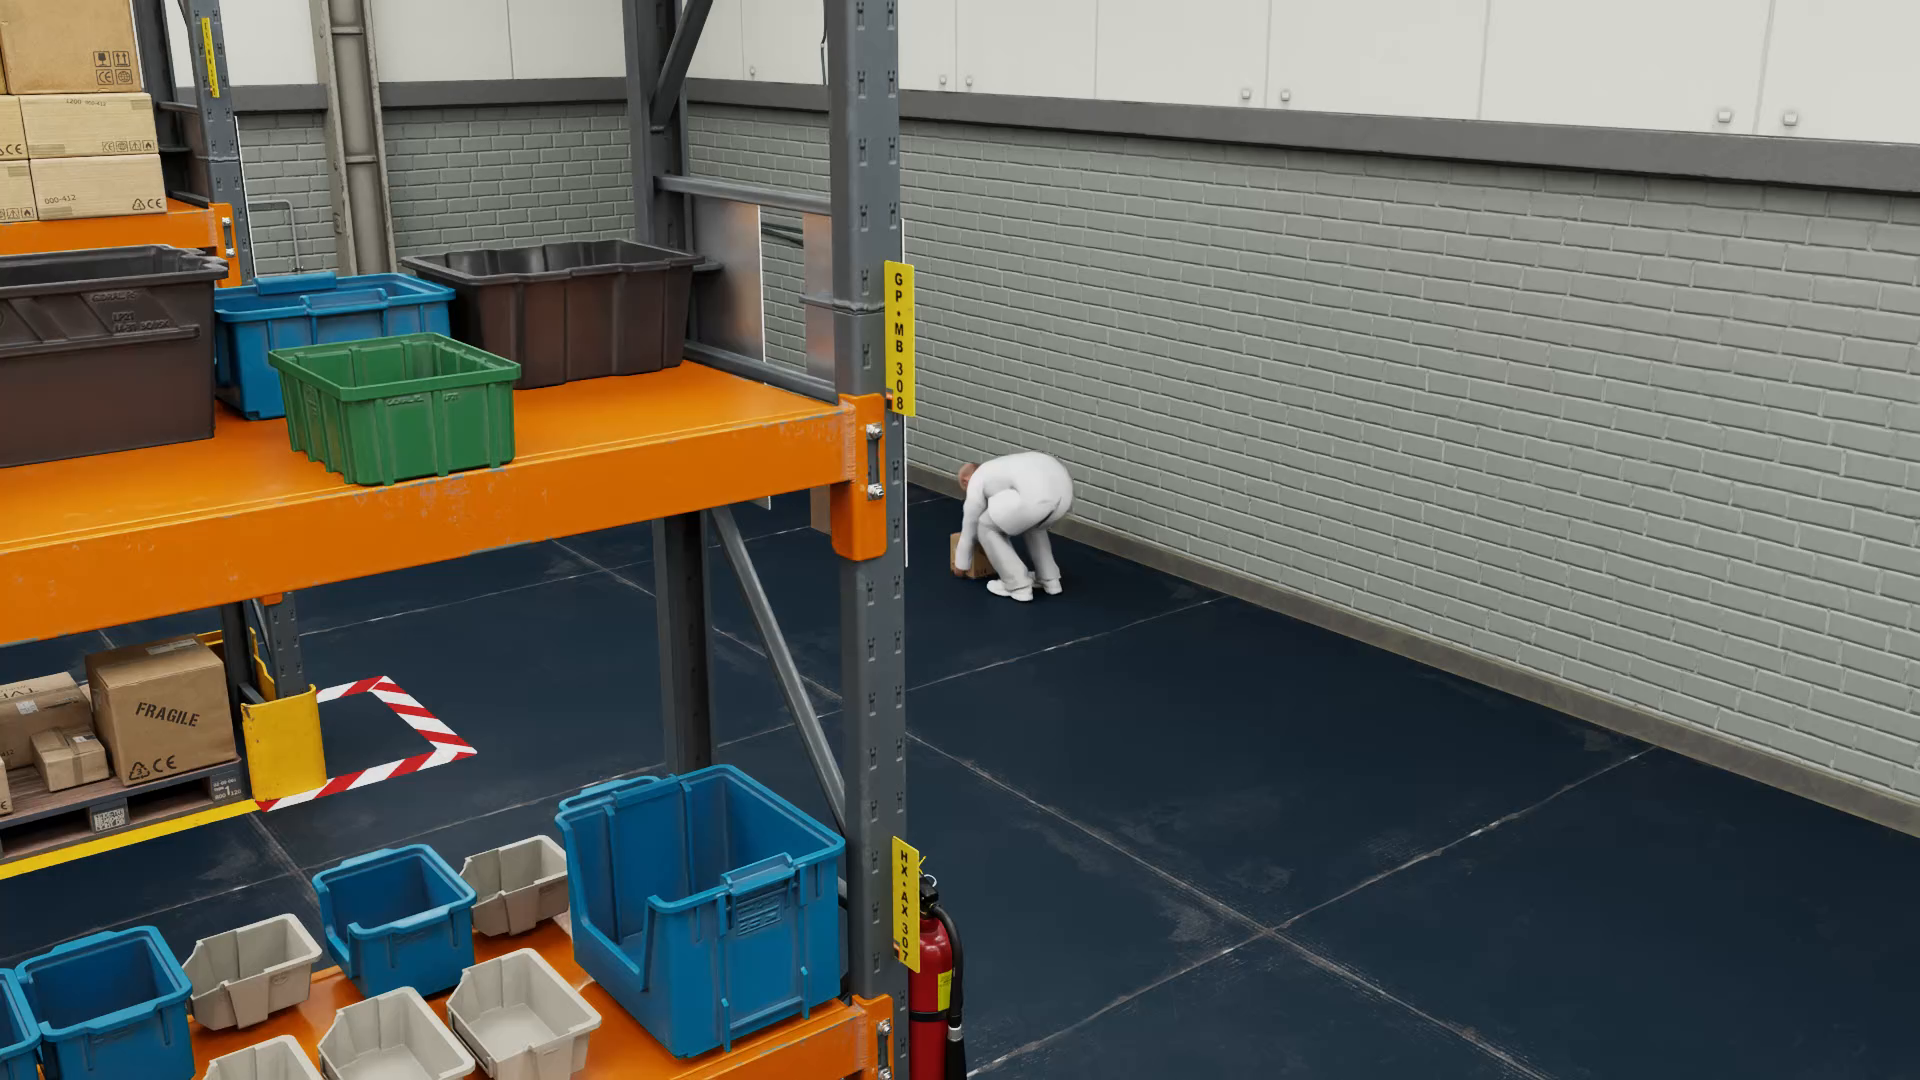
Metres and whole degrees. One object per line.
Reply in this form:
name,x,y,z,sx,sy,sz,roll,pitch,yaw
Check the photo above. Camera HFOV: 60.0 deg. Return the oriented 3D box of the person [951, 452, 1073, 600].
person,0.331,-0.140,10.927,0.595,0.943,0.947,-15,23,-39
